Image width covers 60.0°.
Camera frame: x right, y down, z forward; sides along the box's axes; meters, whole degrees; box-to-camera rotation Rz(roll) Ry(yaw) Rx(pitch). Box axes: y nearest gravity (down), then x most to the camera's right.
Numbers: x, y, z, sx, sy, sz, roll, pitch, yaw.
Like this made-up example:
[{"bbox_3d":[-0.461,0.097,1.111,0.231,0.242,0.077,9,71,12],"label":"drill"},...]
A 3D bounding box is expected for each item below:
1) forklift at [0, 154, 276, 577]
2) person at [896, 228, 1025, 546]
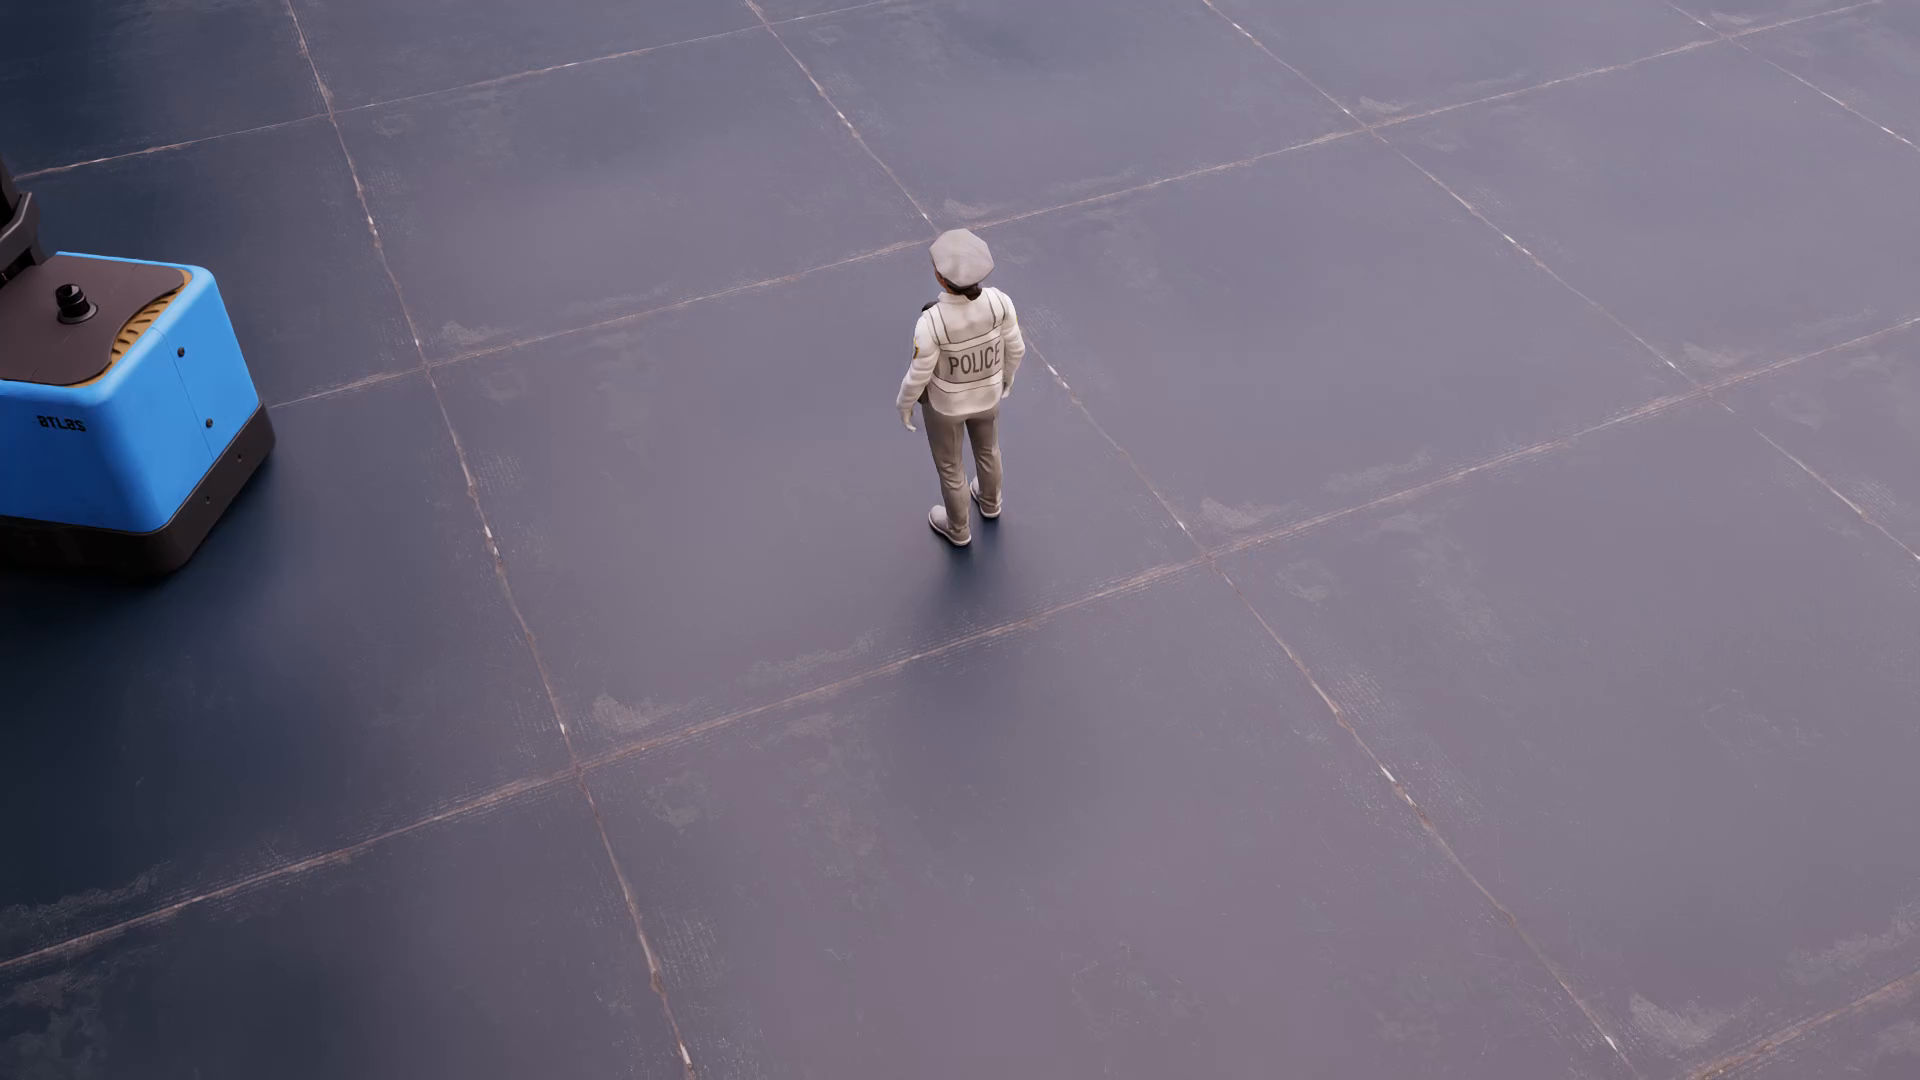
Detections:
[{"bbox_3d":[-4.959,-1.388,7.167,3.031,2.935,1.130,7,43,7],"label":"forklift"},{"bbox_3d":[-0.023,-0.669,7.293,0.587,1.694,0.530,-18,46,-18],"label":"person"}]
